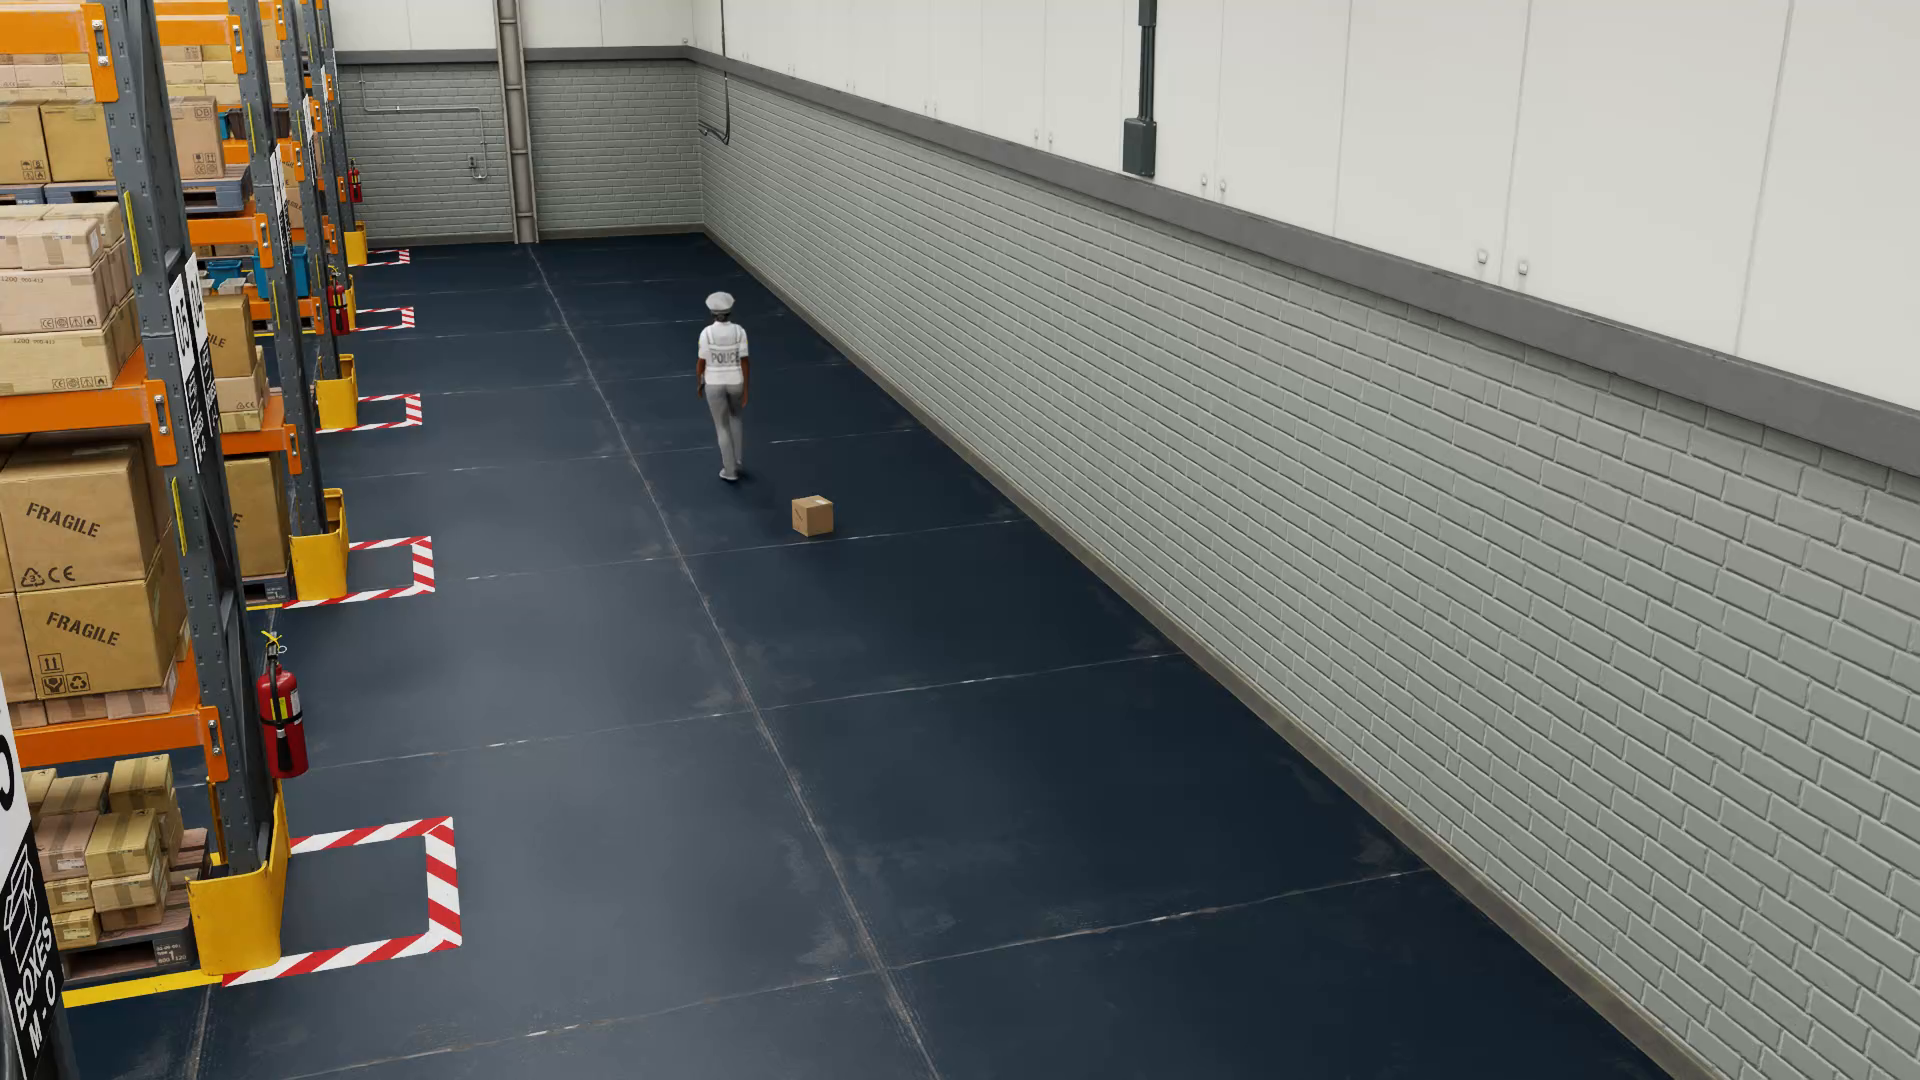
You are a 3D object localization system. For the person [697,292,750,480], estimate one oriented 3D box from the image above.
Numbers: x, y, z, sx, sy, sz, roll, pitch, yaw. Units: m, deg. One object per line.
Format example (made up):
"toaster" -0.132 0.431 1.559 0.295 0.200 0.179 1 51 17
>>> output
"person" -2.137 -1.365 14.960 0.443 1.755 0.622 -8 21 -21
